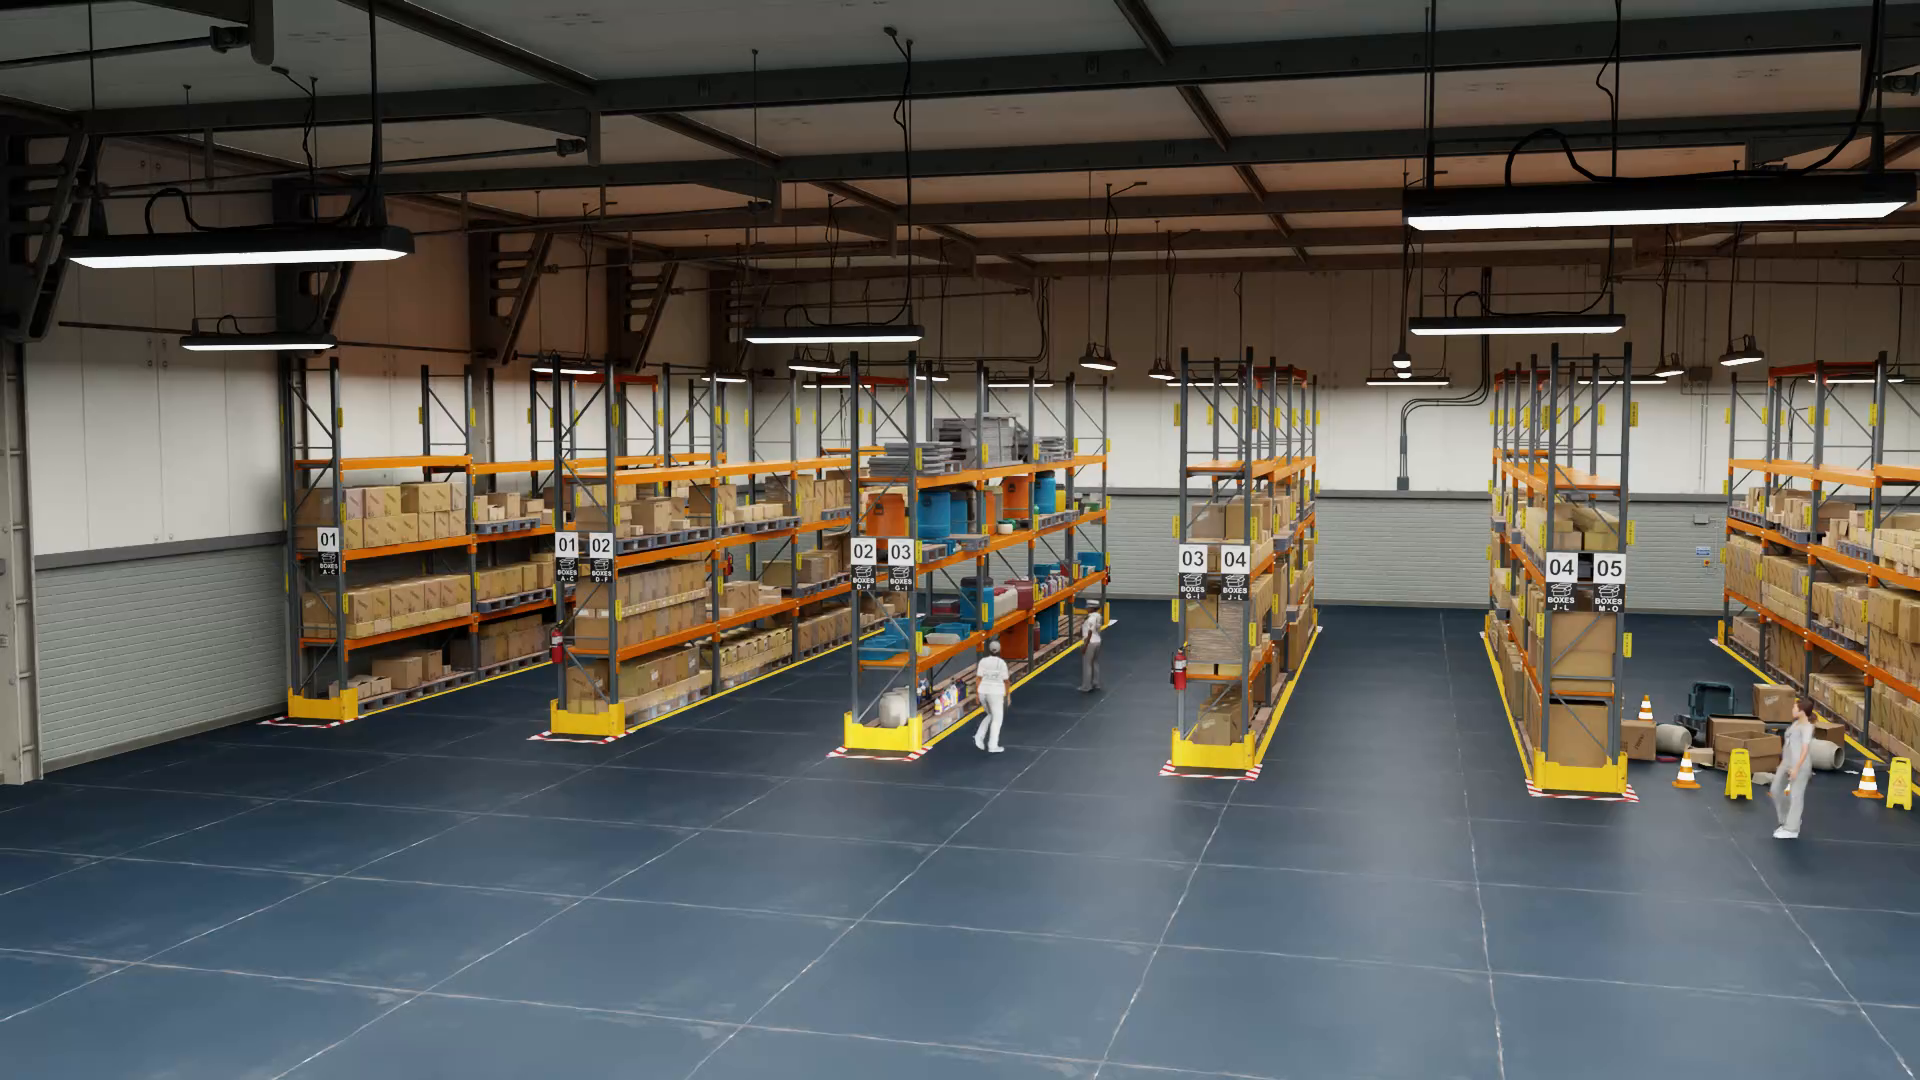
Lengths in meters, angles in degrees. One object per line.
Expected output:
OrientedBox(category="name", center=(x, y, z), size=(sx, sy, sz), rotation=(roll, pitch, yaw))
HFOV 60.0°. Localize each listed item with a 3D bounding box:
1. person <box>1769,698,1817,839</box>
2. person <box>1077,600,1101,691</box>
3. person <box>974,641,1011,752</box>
OrientedBox(category="person", center=(9.933, 2.733, 19.825), size=(0.482, 1.698, 0.480), rotation=(-1, 4, -11))
OrientedBox(category="person", center=(2.369, 1.934, 30.417), size=(0.401, 1.670, 0.530), rotation=(2, 5, 23))
OrientedBox(category="person", center=(0.511, 2.333, 24.863), size=(0.439, 1.656, 0.496), rotation=(-4, 6, -42))
